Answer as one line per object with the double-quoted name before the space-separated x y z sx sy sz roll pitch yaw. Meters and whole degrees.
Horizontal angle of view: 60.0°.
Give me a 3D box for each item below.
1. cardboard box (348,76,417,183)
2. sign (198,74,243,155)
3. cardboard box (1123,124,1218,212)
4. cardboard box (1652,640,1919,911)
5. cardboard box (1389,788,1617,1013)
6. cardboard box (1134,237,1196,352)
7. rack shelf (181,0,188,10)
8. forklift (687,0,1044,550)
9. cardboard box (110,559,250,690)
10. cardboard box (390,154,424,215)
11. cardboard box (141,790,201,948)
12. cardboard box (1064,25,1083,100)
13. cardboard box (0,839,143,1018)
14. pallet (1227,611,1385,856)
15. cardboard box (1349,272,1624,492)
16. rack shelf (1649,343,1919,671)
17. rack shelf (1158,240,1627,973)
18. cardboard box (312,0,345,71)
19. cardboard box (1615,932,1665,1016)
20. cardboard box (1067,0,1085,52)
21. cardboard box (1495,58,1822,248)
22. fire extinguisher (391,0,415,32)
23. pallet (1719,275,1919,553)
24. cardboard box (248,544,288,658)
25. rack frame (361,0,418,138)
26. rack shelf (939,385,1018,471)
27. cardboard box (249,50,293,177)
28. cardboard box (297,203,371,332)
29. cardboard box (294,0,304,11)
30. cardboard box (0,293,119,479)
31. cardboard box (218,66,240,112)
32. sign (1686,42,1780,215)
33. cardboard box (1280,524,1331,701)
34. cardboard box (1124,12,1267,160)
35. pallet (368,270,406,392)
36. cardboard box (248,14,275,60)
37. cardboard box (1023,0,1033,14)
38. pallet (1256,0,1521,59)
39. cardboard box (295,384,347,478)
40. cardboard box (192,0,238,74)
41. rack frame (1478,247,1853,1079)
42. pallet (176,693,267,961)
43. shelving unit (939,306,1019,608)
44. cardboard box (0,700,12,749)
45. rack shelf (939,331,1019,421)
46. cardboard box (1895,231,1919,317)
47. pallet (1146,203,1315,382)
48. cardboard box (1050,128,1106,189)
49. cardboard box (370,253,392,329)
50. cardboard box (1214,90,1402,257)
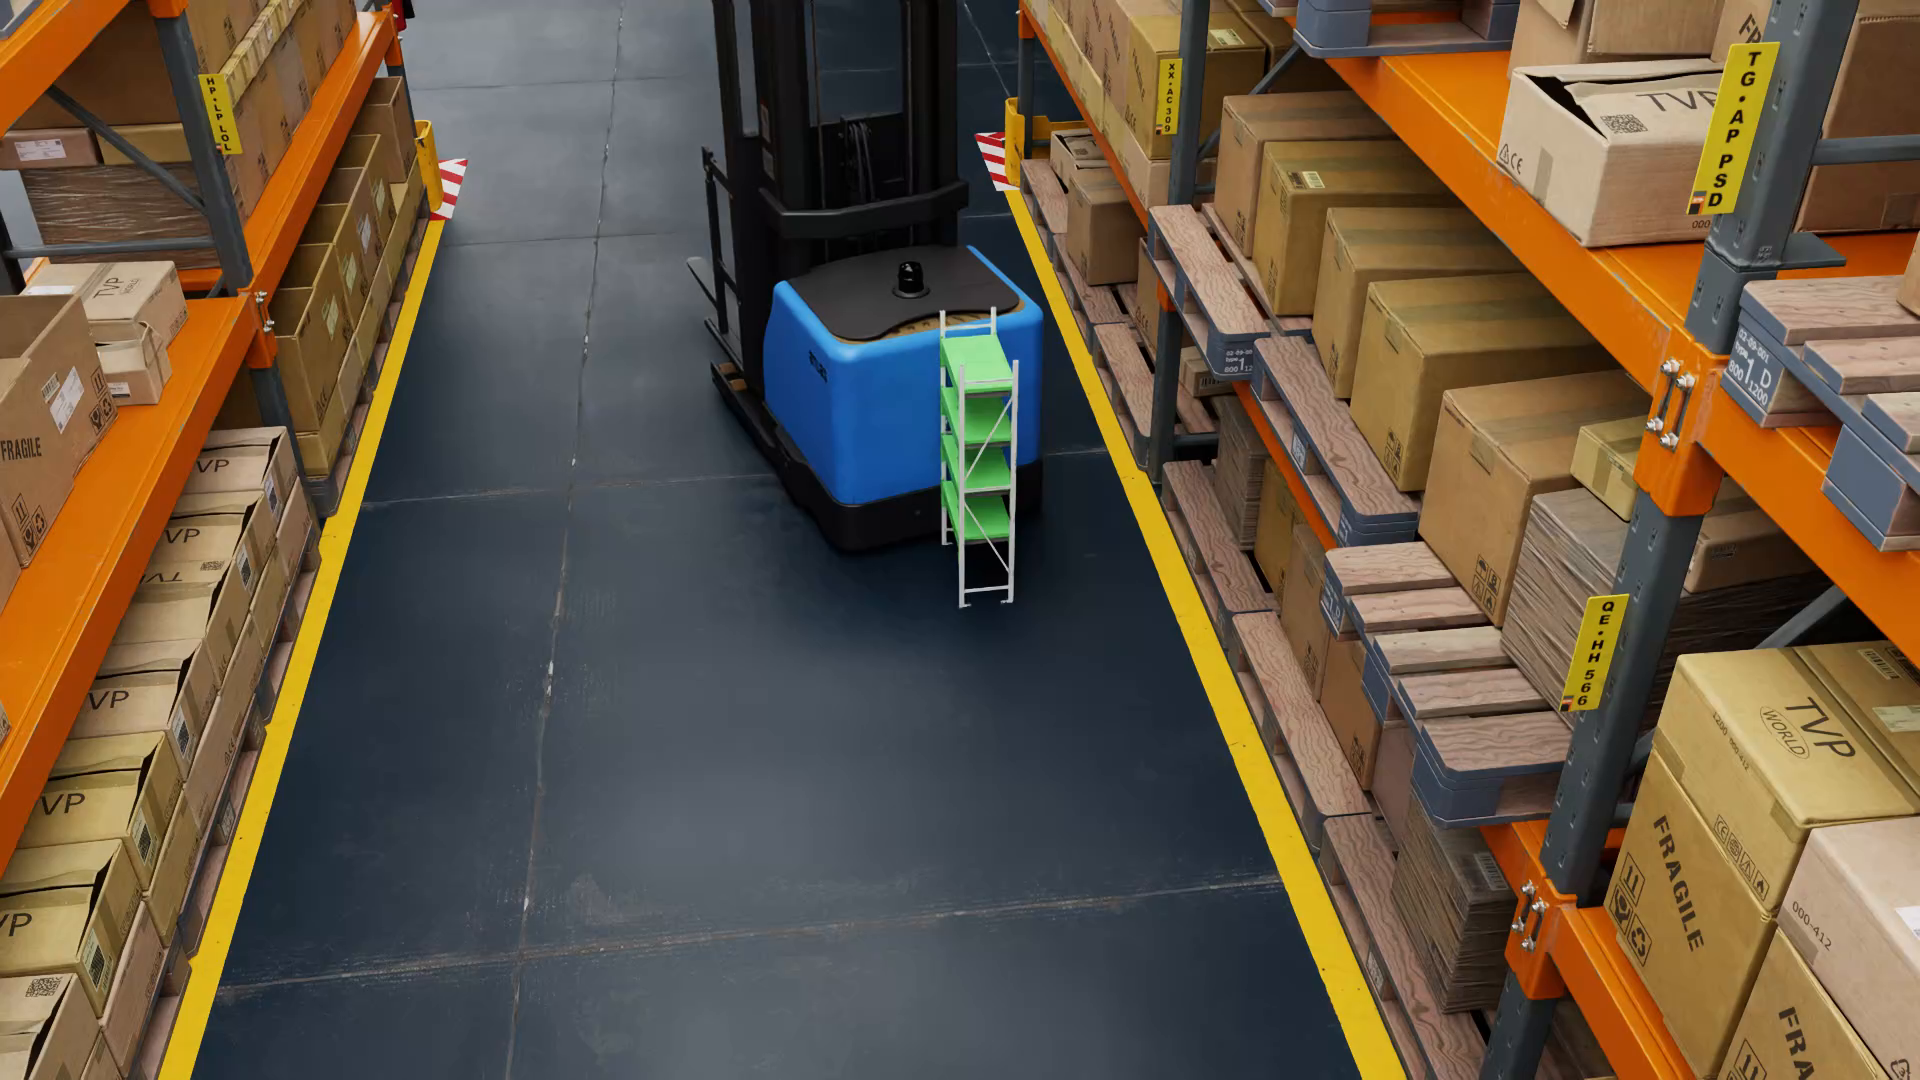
"cardboard box" -3.649 -2.500 10.158 0.500 0.500 0.500 -4 35 -6
"sign" -2.942 -1.690 6.608 0.100 0.325 0.005 -4 35 -6
"cardboard box" 1.066 -1.763 7.788 0.500 0.250 0.500 -4 35 -6
"cardboard box" 1.777 0.464 3.369 0.500 0.250 0.500 -4 34 -5
"cardboard box" 1.819 1.111 5.286 0.700 0.500 0.500 -4 34 -6
"cardboard box" 1.251 -1.300 8.823 0.500 0.500 0.500 -7 35 -10
"rack shelf" -3.747 -3.256 7.839 1.077 0.370 4.000 -4 35 -6
"forklift" -0.677 -1.983 8.058 1.130 2.935 3.031 -14 37 -20
"cardboard box" -2.999 0.306 6.208 0.500 0.311 0.500 -4 35 -7
"cardboard box" -3.651 -2.190 10.369 0.500 0.250 0.500 -4 35 -6
"cardboard box" -2.864 1.113 5.522 0.500 0.250 0.500 -5 35 -8
"cardboard box" 0.855 -2.601 9.019 0.500 0.250 0.500 -4 34 -6
"cardboard box" -2.799 1.159 4.957 0.500 0.311 0.500 -5 35 -8
"pallet" 1.704 0.694 6.544 1.003 0.211 1.213 -4 35 -6
"cardboard box" 1.705 -0.521 5.371 0.700 0.500 0.500 -4 35 -6
"rack shelf" 2.237 0.831 1.842 1.077 0.370 4.000 -4 35 -6
"rack shelf" 1.699 -0.162 5.962 1.077 0.370 4.000 -4 35 -6
"cardboard box" -3.891 -2.917 9.278 0.700 0.500 0.500 -4 34 -5
"cardboard box" 1.783 0.954 3.892 0.380 0.149 0.250 -5 35 -7
"cardboard box" 0.859 -2.921 8.823 0.500 0.500 0.500 -3 34 -5
"cardboard box" 1.604 -0.935 3.856 0.500 0.311 0.500 -4 35 -6
"fire extinguisher" -3.572 -3.499 10.289 0.296 0.674 0.183 -4 35 -6
"pallet" 2.107 -0.149 2.809 1.213 0.211 1.003 -3 34 -4
"cardboard box" -3.069 0.257 6.778 0.500 0.250 0.500 -5 35 -7
"rack frame" -4.016 -3.430 10.119 1.000 3.000 0.127 -4 35 -6
"rack shelf" 0.075 -0.493 7.096 0.258 0.148 0.480 -5 35 -8
"cardboard box" -3.685 -2.060 8.021 0.700 0.500 0.500 -4 34 -6
"cardboard box" -3.365 -1.385 8.522 0.500 0.500 0.500 -4 35 -6
"cardboard box" -3.600 -2.818 8.557 0.380 0.149 0.250 -3 34 -5
"cardboard box" -3.320 -0.515 5.754 0.500 0.500 0.500 -2 34 -3
"cardboard box" -3.393 -1.956 7.291 0.380 0.149 0.250 -5 35 -8
"sign" 1.430 -0.756 3.073 0.100 0.325 0.005 -4 35 -6
"cardboard box" 1.693 0.258 6.537 0.700 0.500 0.500 -4 34 -6
"cardboard box" 1.060 -2.071 7.575 0.500 0.500 0.500 -4 35 -6
"pallet" -3.711 -1.175 9.286 1.003 0.211 1.213 -4 35 -6
"cardboard box" -3.500 -2.390 7.929 0.380 0.149 0.250 -5 35 -8
"cardboard box" 0.643 -3.457 10.274 0.500 0.250 0.500 -5 35 -8
"pallet" 1.550 -1.806 5.239 1.213 0.211 1.003 -4 35 -6
"cardboard box" -3.240 -0.517 7.913 0.500 0.250 0.500 -4 35 -6
"cardboard box" -3.613 -2.304 7.227 0.700 0.500 0.500 -4 35 -6
"rack frame" 1.968 0.657 4.122 1.000 3.000 0.127 -4 35 -6
"pallet" -3.173 1.045 6.029 1.003 0.211 1.213 -4 35 -6
"shelving unit" 0.075 -0.348 7.195 0.258 1.200 0.503 -5 35 -8
"cardboard box" -2.869 0.558 4.347 0.500 0.311 0.500 -5 35 -7
"rack shelf" 0.075 -0.692 6.961 0.258 0.148 0.480 -5 35 -8
"cardboard box" 2.089 -0.544 2.742 0.700 0.500 0.500 -7 35 -10
"pallet" 1.389 -1.058 6.809 1.003 0.211 1.213 -4 35 -6
"cardboard box" 0.896 -2.485 10.729 0.500 0.311 0.500 -8 35 -12
"cardboard box" -3.438 -1.354 9.142 0.500 0.250 0.500 -4 35 -6
"cardboard box" 1.465 -1.511 6.825 0.700 0.500 0.500 -4 35 -6
